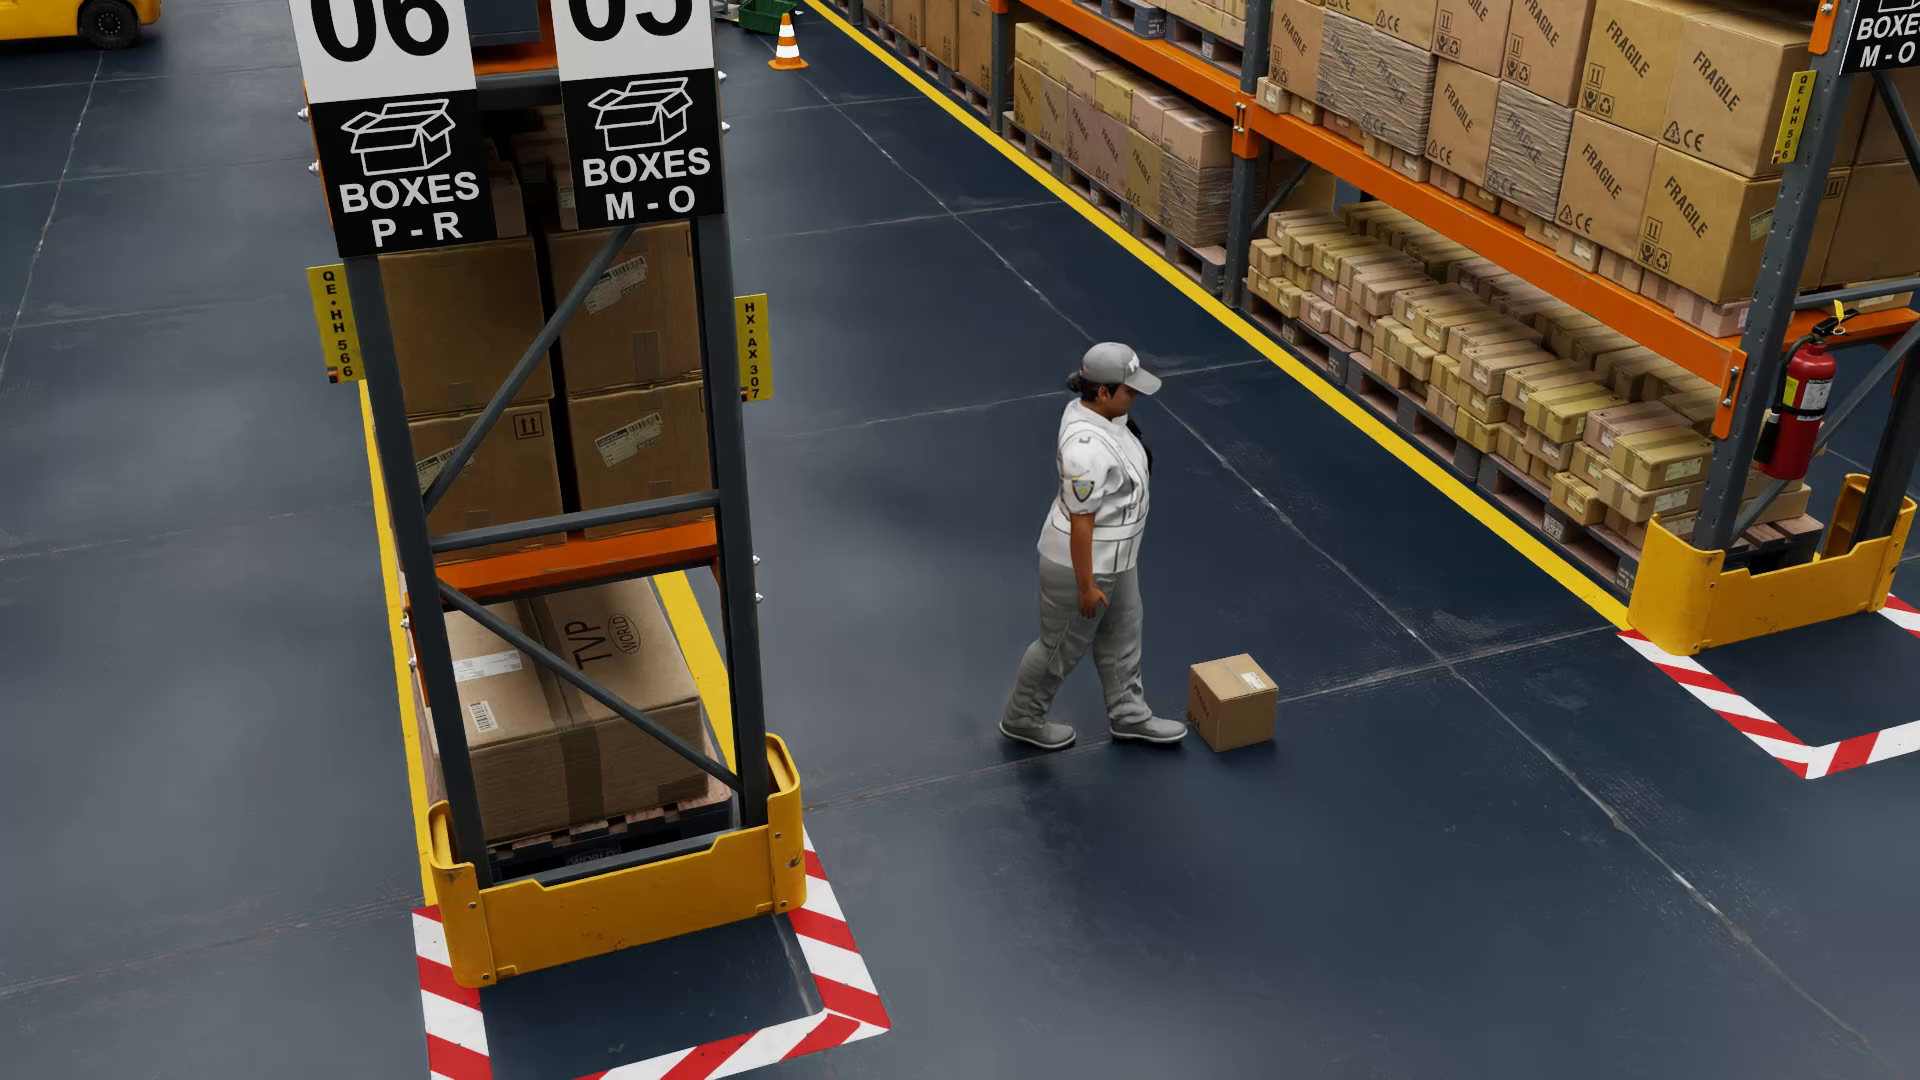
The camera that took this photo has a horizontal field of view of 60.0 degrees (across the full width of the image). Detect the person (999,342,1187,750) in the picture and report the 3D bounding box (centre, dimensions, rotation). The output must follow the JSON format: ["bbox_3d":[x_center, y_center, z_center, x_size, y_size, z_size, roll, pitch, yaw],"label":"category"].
[{"bbox_3d":[0.515,0.059,6.020,0.711,1.654,0.487,6,31,11],"label":"person"}]
